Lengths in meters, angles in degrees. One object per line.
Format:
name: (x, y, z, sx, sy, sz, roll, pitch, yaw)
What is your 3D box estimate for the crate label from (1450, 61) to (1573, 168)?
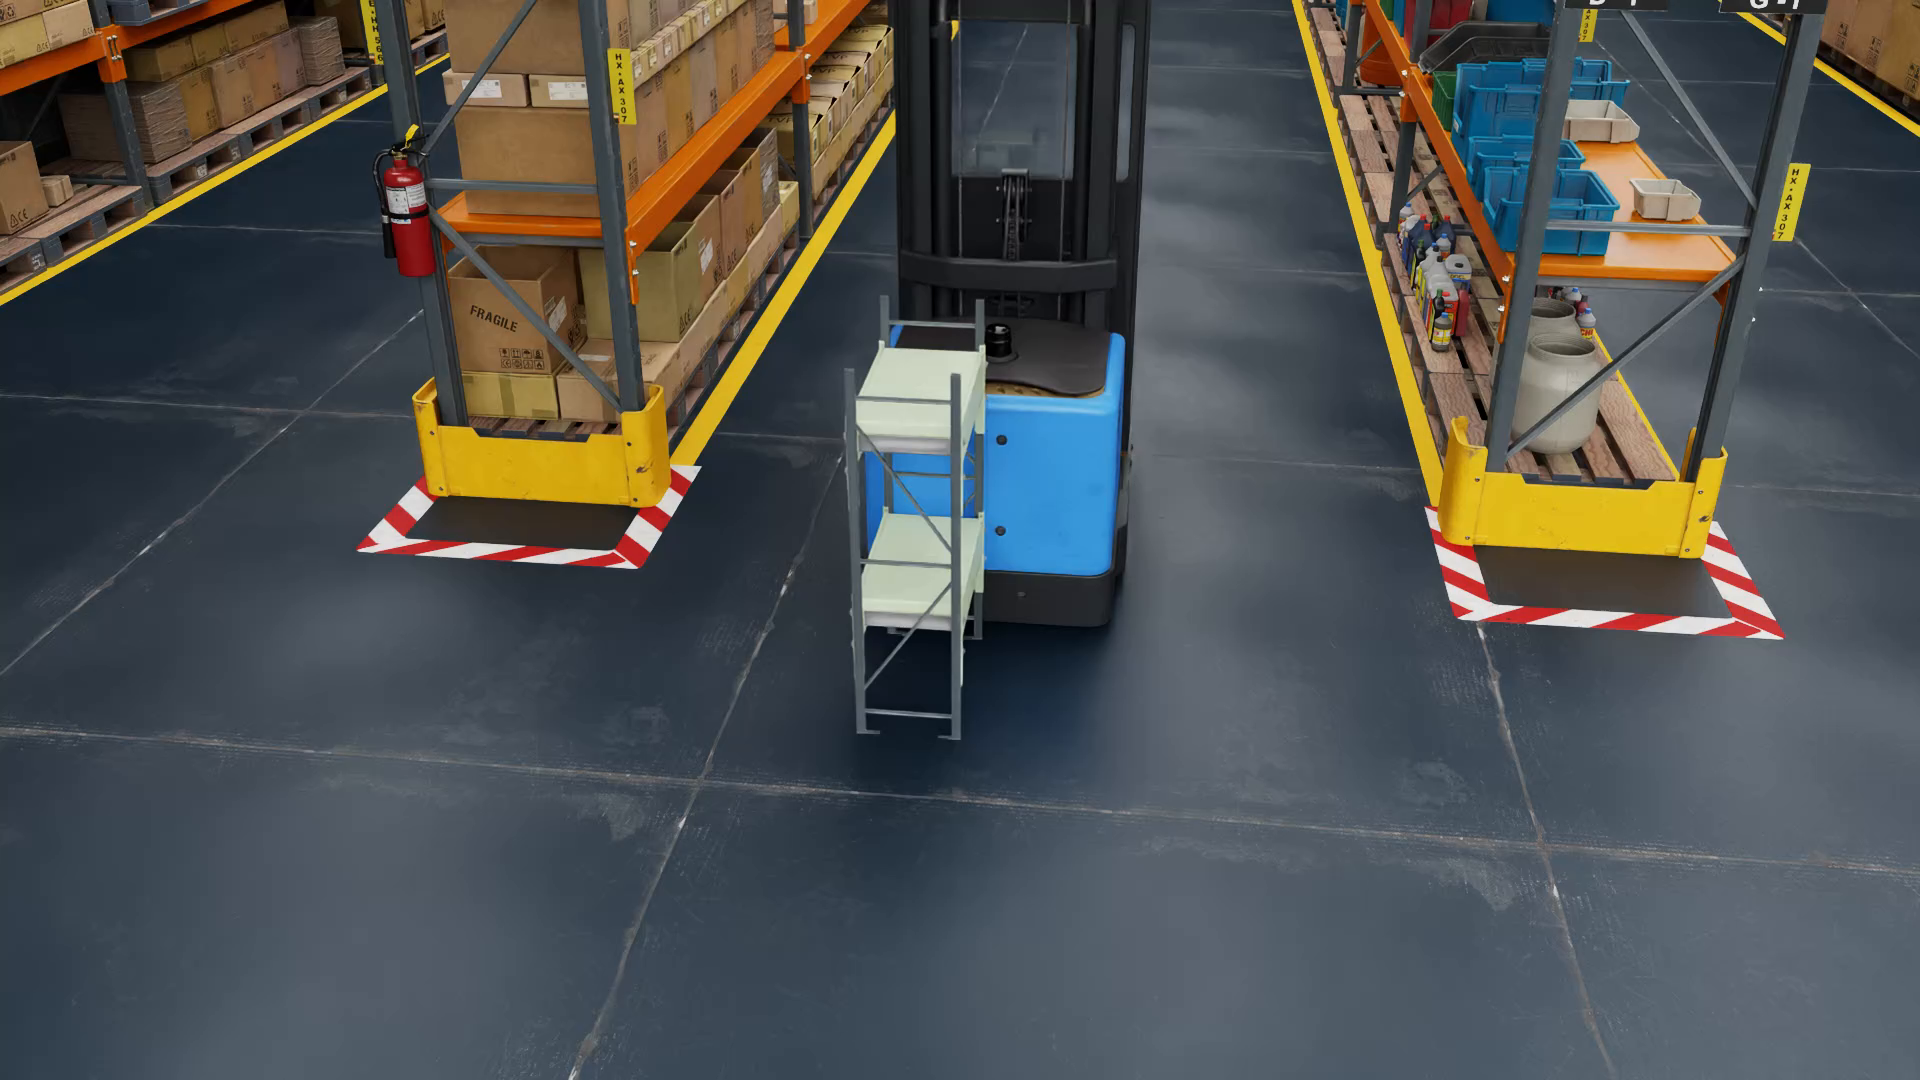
crate label: (2.845, -2.208, 8.648, 0.502, 0.435, 0.616, 3, 28, 6)

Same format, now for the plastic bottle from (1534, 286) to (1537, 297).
plastic bottle: (3.393, -1.558, 9.880, 0.061, 0.283, 0.133, 3, 28, 6)

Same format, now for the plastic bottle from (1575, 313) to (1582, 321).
plastic bottle: (3.432, -1.156, 9.219, 0.097, 0.201, 0.097, 0, 28, 0)

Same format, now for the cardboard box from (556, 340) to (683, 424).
cardboard box: (-1.741, -0.814, 8.554, 0.500, 0.250, 0.500, 3, 28, 6)

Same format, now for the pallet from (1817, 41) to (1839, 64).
pallet: (9.254, -5.076, 16.949, 1.003, 0.211, 1.213, 3, 28, 6)

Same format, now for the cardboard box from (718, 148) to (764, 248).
cardboard box: (-1.508, -2.086, 10.125, 0.500, 0.500, 0.500, 3, 28, 6)

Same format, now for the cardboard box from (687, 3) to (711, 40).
cardboard box: (-1.576, -2.825, 9.042, 0.380, 0.149, 0.250, 4, 29, 7)

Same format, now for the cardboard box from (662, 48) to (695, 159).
cardboard box: (-1.831, -2.344, 8.832, 0.700, 0.500, 0.500, 4, 29, 7)

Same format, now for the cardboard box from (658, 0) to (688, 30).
cardboard box: (-1.831, -2.944, 8.579, 0.700, 0.500, 0.500, 3, 29, 6)

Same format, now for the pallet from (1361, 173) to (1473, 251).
pallet: (3.436, -2.337, 11.866, 1.003, 0.211, 1.213, 3, 28, 6)

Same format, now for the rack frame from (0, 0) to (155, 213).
rack frame: (-6.454, -3.769, 11.583, 1.000, 3.000, 0.127, 3, 28, 6)

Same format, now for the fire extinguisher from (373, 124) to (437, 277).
fire extinguisher: (-2.503, -1.537, 7.522, 0.296, 0.674, 0.183, 3, 28, 6)

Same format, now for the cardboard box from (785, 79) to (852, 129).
cardboard box: (-1.111, -3.363, 12.695, 0.500, 0.311, 0.500, 2, 28, 5)

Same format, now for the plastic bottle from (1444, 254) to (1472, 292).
plastic bottle: (2.942, -1.546, 9.865, 0.152, 0.276, 0.135, 3, 28, 6)

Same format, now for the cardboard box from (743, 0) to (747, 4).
cardboard box: (-1.451, -3.308, 9.939, 0.380, 0.149, 0.250, 3, 28, 6)

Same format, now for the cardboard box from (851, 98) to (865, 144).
cardboard box: (-1.054, -3.356, 13.274, 0.500, 0.250, 0.500, 4, 29, 7)

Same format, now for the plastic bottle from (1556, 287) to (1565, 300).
plastic bottle: (3.486, -1.362, 9.602, 0.097, 0.201, 0.097, 0, 28, 0)

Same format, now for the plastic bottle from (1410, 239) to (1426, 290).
plastic bottle: (2.783, -1.671, 10.089, 0.061, 0.283, 0.133, 5, 29, 8)

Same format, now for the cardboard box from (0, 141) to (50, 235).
cardboard box: (-6.542, -2.371, 11.160, 0.500, 0.500, 0.500, 1, 28, 2)

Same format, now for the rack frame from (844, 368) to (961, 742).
rack frame: (-0.196, 0.090, 6.002, 0.400, 1.500, 0.023, 3, 28, 6)

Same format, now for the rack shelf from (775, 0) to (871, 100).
rack shelf: (-1.292, -4.107, 12.970, 1.077, 0.370, 4.000, 3, 28, 6)

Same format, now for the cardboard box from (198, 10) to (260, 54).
cardboard box: (-6.191, -4.226, 13.812, 0.500, 0.250, 0.500, 3, 28, 6)

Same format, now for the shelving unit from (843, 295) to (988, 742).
shelving unit: (-0.151, -0.082, 6.322, 0.431, 1.500, 0.755, 3, 28, 6)

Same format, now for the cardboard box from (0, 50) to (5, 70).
cardboard box: (-6.327, -2.999, 10.291, 0.500, 0.250, 0.500, 3, 28, 6)

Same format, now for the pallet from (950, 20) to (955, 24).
pallet: (-0.619, -5.636, 17.988, 1.003, 0.211, 1.213, 3, 28, 6)

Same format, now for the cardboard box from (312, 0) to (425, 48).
cardboard box: (-5.744, -5.229, 16.116, 0.750, 0.750, 0.750, 3, 28, 6)

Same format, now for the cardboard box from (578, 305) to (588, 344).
cardboard box: (-2.206, -1.080, 9.048, 0.500, 0.250, 0.500, 3, 28, 6)

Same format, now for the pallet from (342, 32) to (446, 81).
pallet: (-5.793, -4.791, 16.420, 1.003, 0.211, 1.213, 3, 28, 6)

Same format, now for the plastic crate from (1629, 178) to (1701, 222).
plastic crate: (3.317, -1.597, 7.829, 0.298, 0.136, 0.250, 3, 28, 6)

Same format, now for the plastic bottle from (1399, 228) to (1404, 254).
plastic bottle: (2.879, -1.934, 10.665, 0.097, 0.201, 0.097, 0, 28, 0)

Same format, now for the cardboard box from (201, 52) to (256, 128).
cardboard box: (-6.264, -3.693, 13.615, 0.700, 0.500, 0.500, 4, 29, 7)

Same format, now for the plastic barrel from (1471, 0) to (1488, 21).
plastic barrel: (3.713, -3.690, 11.294, 0.433, 0.535, 0.433, 0, 28, 0)

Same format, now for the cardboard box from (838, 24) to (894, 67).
cardboard box: (-0.867, -4.326, 14.482, 0.500, 0.311, 0.500, 4, 29, 8)

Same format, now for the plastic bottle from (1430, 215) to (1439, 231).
plastic bottle: (2.997, -1.907, 10.526, 0.061, 0.283, 0.133, 3, 28, 6)

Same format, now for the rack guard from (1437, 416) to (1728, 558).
rack guard: (2.851, -0.248, 7.683, 1.175, 0.500, 0.348, 3, 28, 6)

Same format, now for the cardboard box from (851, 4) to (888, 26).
cardboard box: (-0.708, -4.656, 15.402, 0.500, 0.500, 0.500, 5, 29, 8)

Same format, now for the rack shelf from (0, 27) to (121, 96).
rack shelf: (-6.699, -2.511, 10.006, 1.077, 0.370, 4.000, 3, 28, 6)

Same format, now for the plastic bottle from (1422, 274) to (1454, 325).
plastic bottle: (2.753, -1.377, 9.551, 0.152, 0.276, 0.135, 3, 28, 5)

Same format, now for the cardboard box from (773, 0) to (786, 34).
cardboard box: (-1.520, -3.651, 11.522, 0.500, 0.250, 0.500, 5, 29, 9)

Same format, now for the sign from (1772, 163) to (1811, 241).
sign: (3.434, -1.398, 6.890, 0.100, 0.325, 0.005, 3, 28, 6)

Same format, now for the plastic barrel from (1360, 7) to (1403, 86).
plastic barrel: (3.911, -4.537, 14.853, 0.600, 0.830, 0.708, 3, 28, 6)

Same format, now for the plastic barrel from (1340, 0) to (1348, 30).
plastic barrel: (4.188, -5.631, 16.810, 0.600, 0.901, 0.708, 3, 28, 6)

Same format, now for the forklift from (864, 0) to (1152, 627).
forklift: (0.292, -1.600, 7.630, 1.130, 2.935, 3.031, 3, 28, 6)

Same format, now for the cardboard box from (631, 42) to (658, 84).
cardboard box: (-1.704, -2.343, 8.148, 0.380, 0.149, 0.250, 3, 29, 6)

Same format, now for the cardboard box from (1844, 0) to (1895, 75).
cardboard box: (9.006, -4.780, 15.258, 1.225, 0.875, 0.875, 3, 29, 6)

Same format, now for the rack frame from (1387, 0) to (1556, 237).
rack frame: (3.378, -3.193, 10.514, 1.000, 3.000, 0.127, 3, 28, 6)

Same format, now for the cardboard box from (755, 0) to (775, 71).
cardboard box: (-1.585, -3.317, 10.640, 0.700, 0.500, 0.500, 3, 28, 5)

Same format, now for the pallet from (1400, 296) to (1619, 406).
pallet: (3.108, -1.076, 9.524, 1.003, 0.211, 1.213, 3, 28, 6)

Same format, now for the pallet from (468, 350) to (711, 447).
pallet: (-1.975, -0.735, 8.891, 1.003, 0.211, 1.213, 3, 28, 6)

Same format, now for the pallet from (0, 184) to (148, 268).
pallet: (-6.501, -2.223, 11.653, 1.003, 0.211, 1.213, 3, 28, 6)

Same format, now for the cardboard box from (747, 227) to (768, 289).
cardboard box: (-1.495, -1.755, 10.301, 0.500, 0.250, 0.500, 3, 28, 6)
